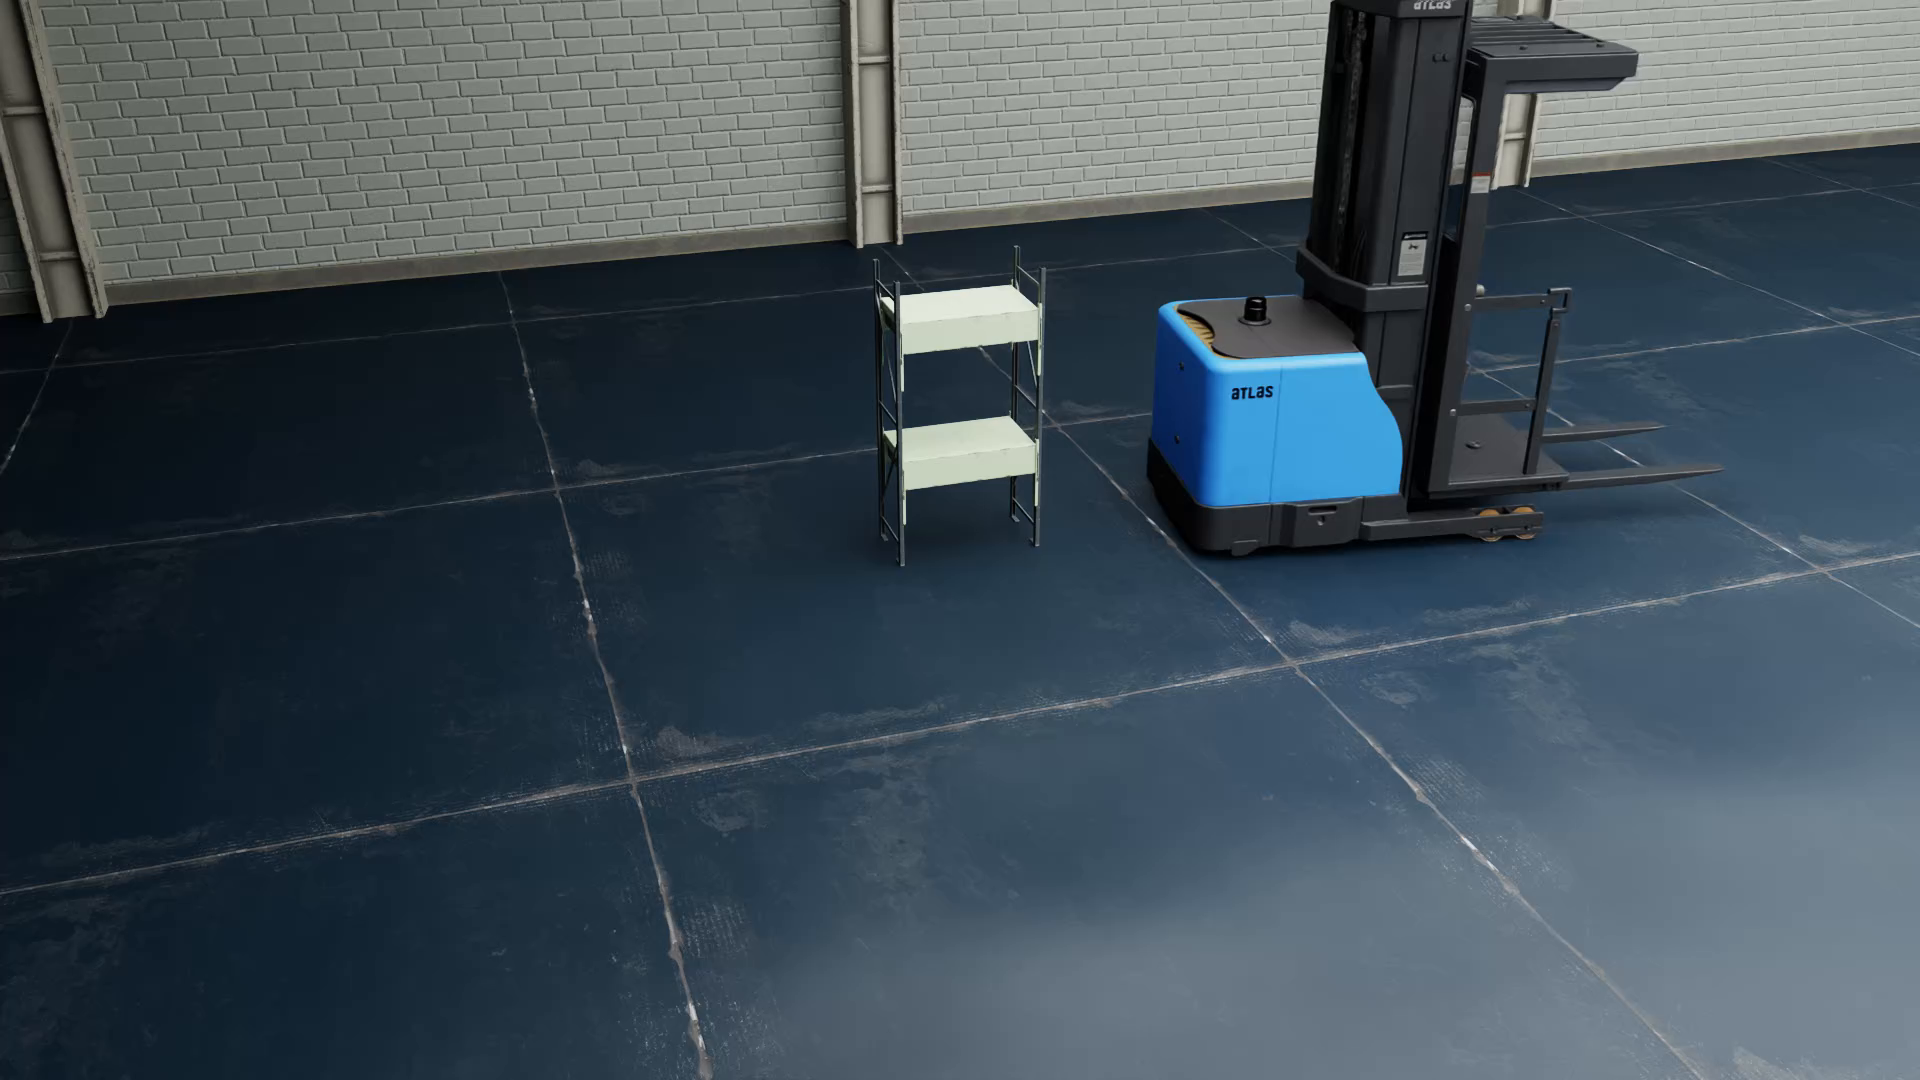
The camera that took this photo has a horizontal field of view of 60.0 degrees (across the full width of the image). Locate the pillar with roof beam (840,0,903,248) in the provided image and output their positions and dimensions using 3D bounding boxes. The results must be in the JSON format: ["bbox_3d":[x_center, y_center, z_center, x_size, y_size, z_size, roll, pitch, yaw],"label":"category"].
[{"bbox_3d":[0.632,-4.678,8.052,0.400,9.000,9.100,-8,28,-16],"label":"pillar with roof beam"}]

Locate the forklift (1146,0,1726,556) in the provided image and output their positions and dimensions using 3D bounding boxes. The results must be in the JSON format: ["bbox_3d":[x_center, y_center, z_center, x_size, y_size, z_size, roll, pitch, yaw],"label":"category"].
[{"bbox_3d":[2.610,-1.530,8.536,3.031,2.935,1.130,-4,27,-9],"label":"forklift"}]

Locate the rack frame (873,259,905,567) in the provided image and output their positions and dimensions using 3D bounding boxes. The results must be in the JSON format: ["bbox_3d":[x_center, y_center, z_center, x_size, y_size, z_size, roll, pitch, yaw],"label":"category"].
[{"bbox_3d":[-0.354,-0.620,8.313,0.023,1.500,0.400,-8,28,-16],"label":"rack frame"}]

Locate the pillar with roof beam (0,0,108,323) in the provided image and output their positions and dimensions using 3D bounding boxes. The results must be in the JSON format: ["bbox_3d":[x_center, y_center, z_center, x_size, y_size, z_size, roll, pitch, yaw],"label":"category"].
[{"bbox_3d":[-5.073,-3.851,6.388,0.400,9.000,9.100,-8,28,-16],"label":"pillar with roof beam"}]

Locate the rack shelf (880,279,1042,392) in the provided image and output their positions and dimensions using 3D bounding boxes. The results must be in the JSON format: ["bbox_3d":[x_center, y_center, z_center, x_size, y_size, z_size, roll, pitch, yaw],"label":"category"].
[{"bbox_3d":[-0.006,-1.020,8.241,0.720,0.370,0.431,-8,28,-16],"label":"rack shelf"}]

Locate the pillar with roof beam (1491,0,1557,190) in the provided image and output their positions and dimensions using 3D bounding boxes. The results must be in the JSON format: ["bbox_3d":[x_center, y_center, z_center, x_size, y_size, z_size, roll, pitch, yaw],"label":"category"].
[{"bbox_3d":[6.337,-5.504,9.717,0.400,9.000,9.100,-8,28,-16],"label":"pillar with roof beam"}]

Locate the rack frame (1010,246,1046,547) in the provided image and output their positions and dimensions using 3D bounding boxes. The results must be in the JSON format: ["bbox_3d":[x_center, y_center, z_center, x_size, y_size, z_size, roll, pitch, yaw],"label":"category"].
[{"bbox_3d":[0.342,-0.721,8.516,0.023,1.500,0.400,-8,28,-16],"label":"rack frame"}]

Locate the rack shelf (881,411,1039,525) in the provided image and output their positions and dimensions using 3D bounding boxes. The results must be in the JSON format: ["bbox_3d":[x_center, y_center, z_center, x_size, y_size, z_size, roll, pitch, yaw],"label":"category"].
[{"bbox_3d":[-0.006,-0.379,8.560,0.720,0.370,0.431,-8,28,-16],"label":"rack shelf"}]

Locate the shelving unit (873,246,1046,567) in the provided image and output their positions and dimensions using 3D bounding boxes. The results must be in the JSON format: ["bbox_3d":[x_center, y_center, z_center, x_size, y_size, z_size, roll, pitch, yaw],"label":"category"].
[{"bbox_3d":[-0.006,-0.671,8.415,0.755,1.500,0.431,-8,28,-16],"label":"shelving unit"}]
